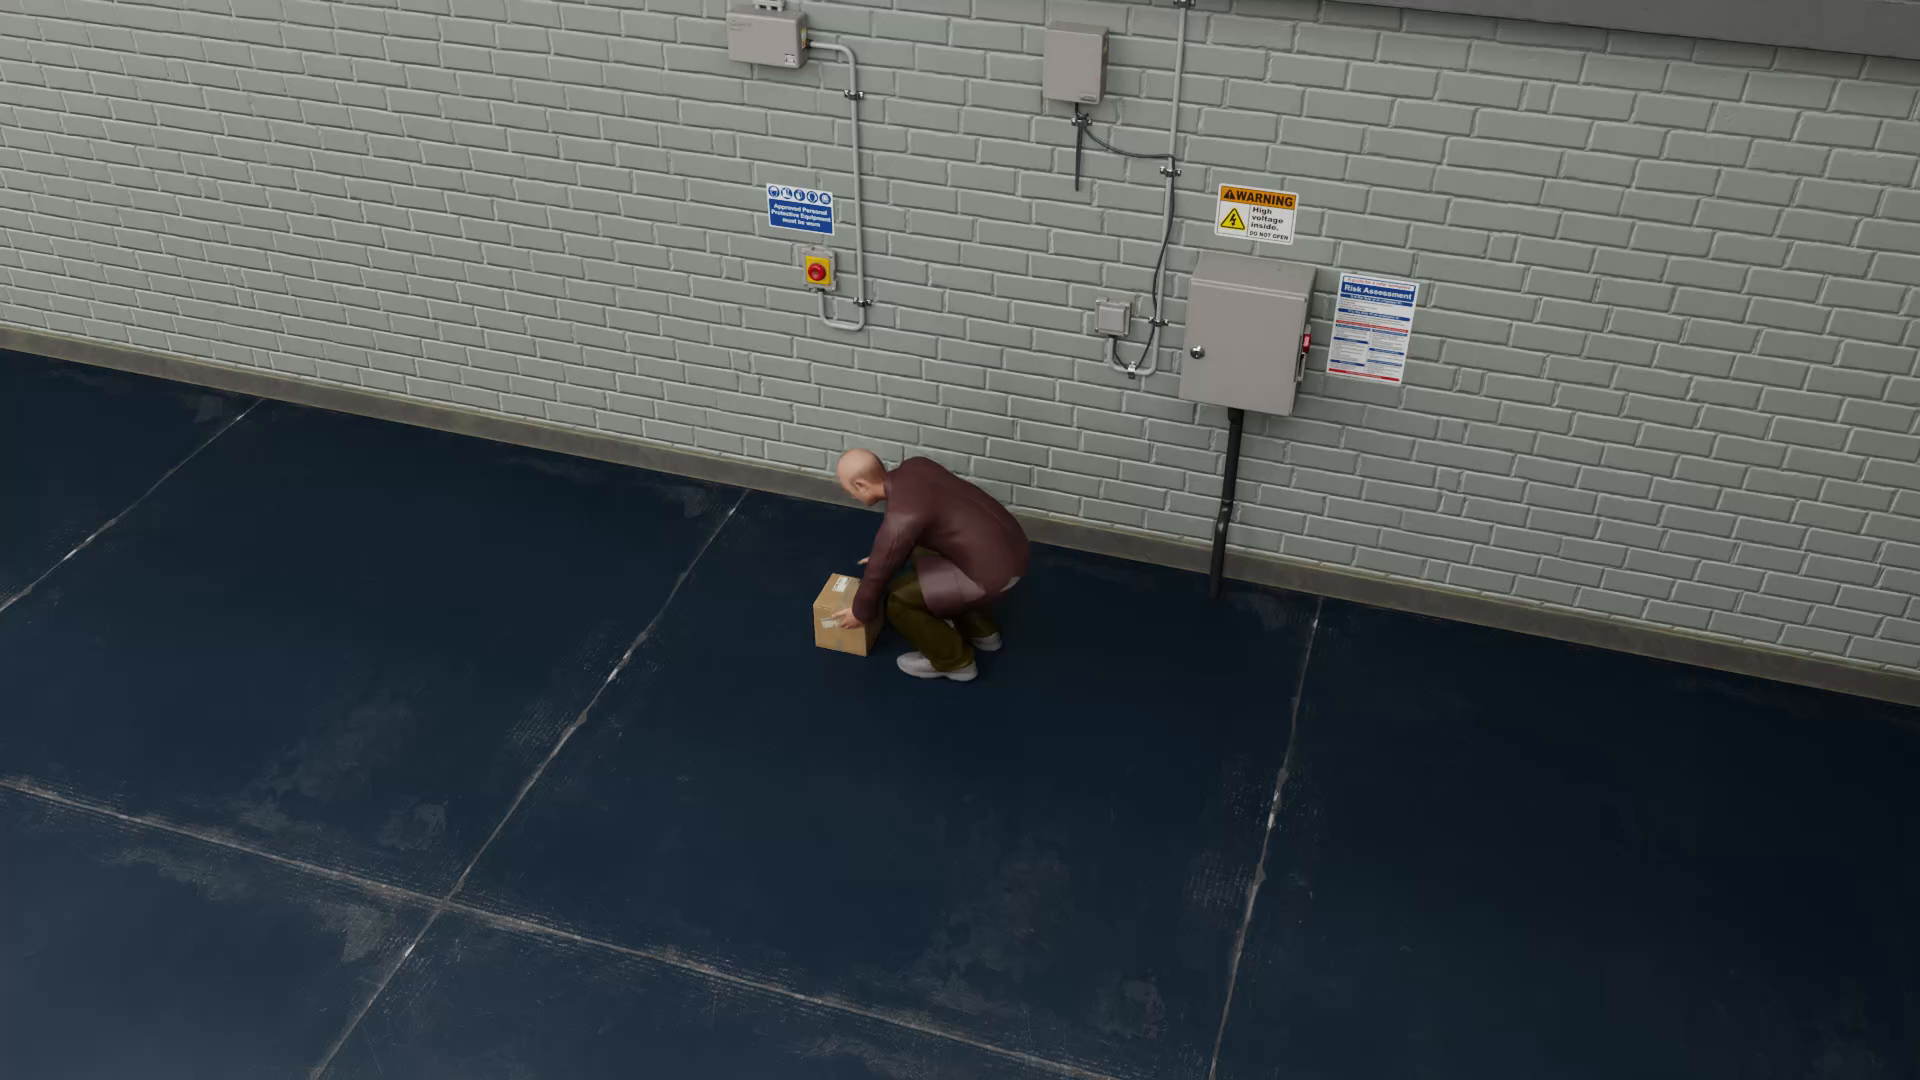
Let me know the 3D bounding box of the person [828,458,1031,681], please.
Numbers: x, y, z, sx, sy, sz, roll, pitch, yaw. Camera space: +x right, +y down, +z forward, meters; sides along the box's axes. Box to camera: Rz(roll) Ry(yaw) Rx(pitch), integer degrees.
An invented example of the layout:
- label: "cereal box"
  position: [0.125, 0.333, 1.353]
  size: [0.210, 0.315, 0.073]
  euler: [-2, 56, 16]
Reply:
- label: "person"
  position: [-0.134, 0.114, 7.366]
  size: [0.886, 1.047, 0.611]
  euler: [10, 38, 14]
